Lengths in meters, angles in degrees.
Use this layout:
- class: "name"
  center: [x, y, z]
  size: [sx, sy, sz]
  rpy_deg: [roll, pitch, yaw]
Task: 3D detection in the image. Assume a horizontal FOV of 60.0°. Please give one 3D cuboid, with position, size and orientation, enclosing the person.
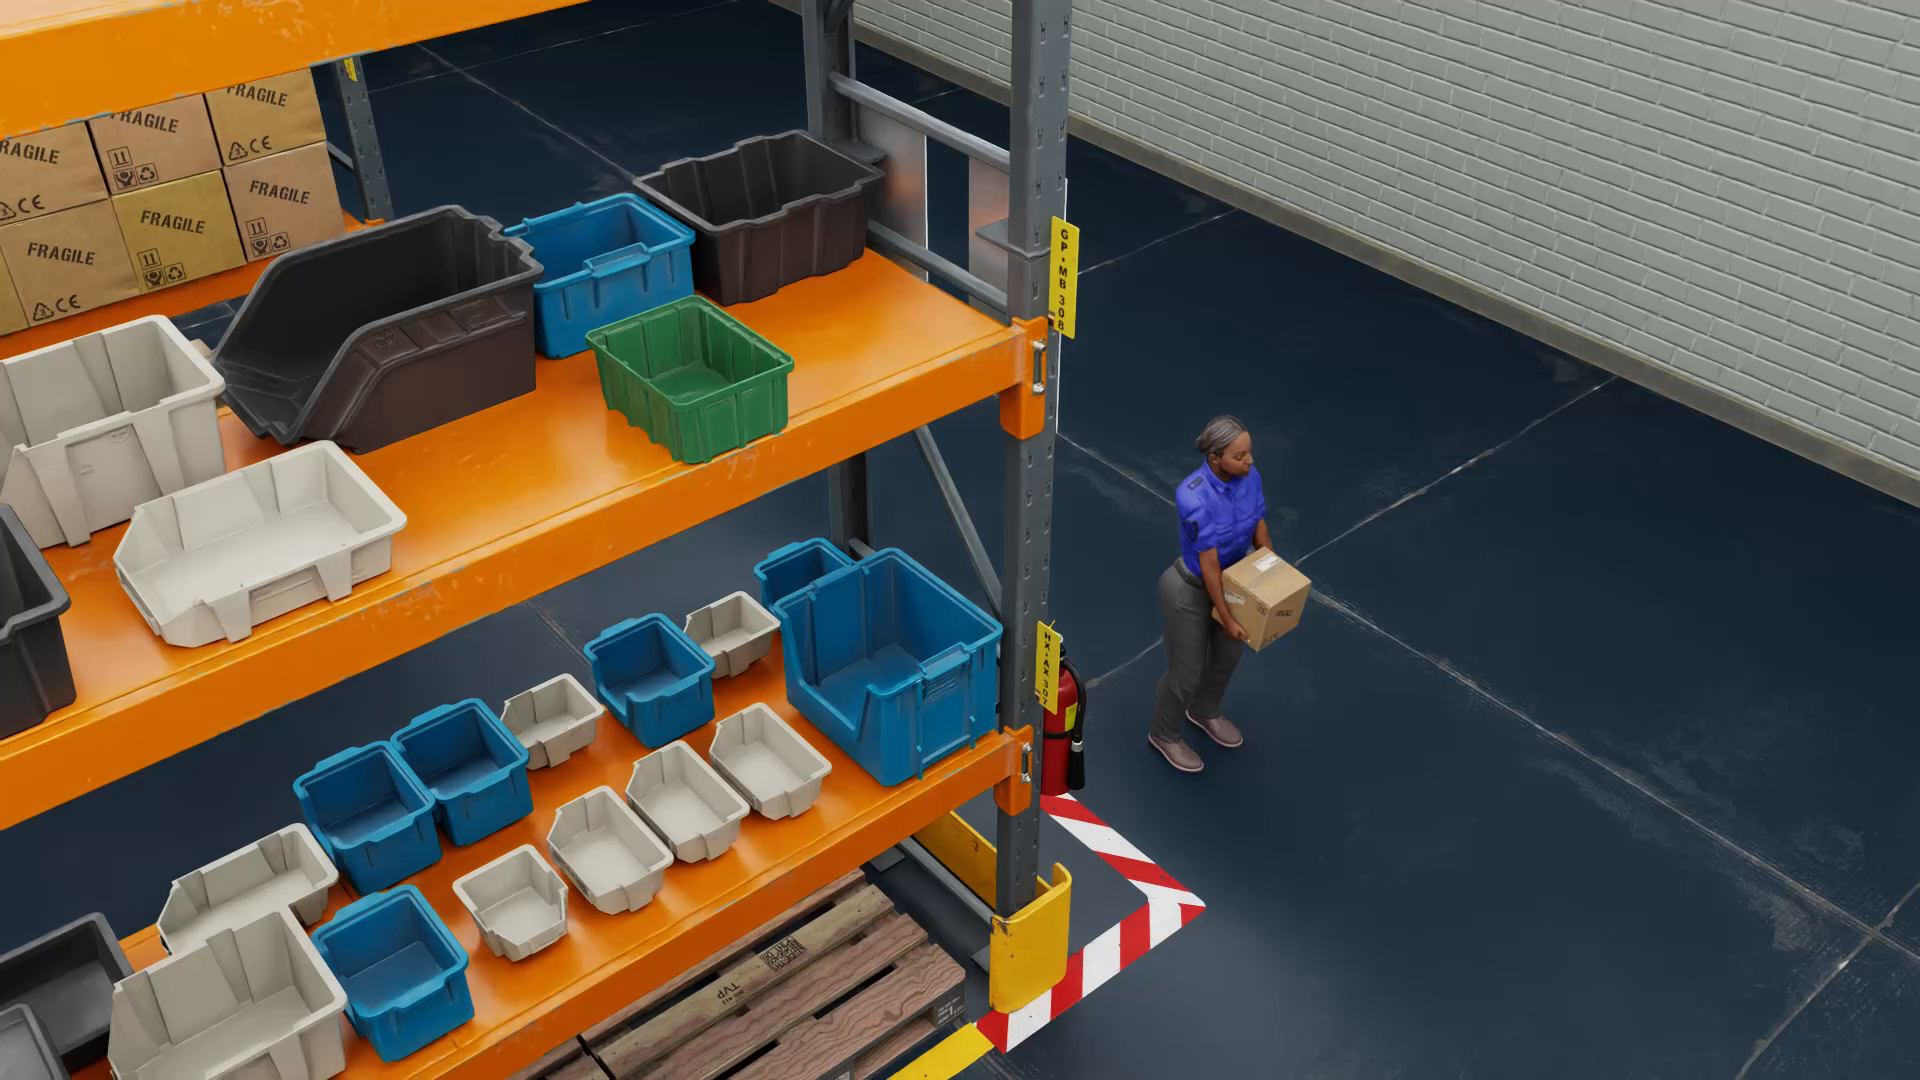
- class: "person"
  center: [1.075, 0.246, 6.753]
  size: [0.412, 1.656, 0.510]
  rpy_deg: [-27, 44, -32]
